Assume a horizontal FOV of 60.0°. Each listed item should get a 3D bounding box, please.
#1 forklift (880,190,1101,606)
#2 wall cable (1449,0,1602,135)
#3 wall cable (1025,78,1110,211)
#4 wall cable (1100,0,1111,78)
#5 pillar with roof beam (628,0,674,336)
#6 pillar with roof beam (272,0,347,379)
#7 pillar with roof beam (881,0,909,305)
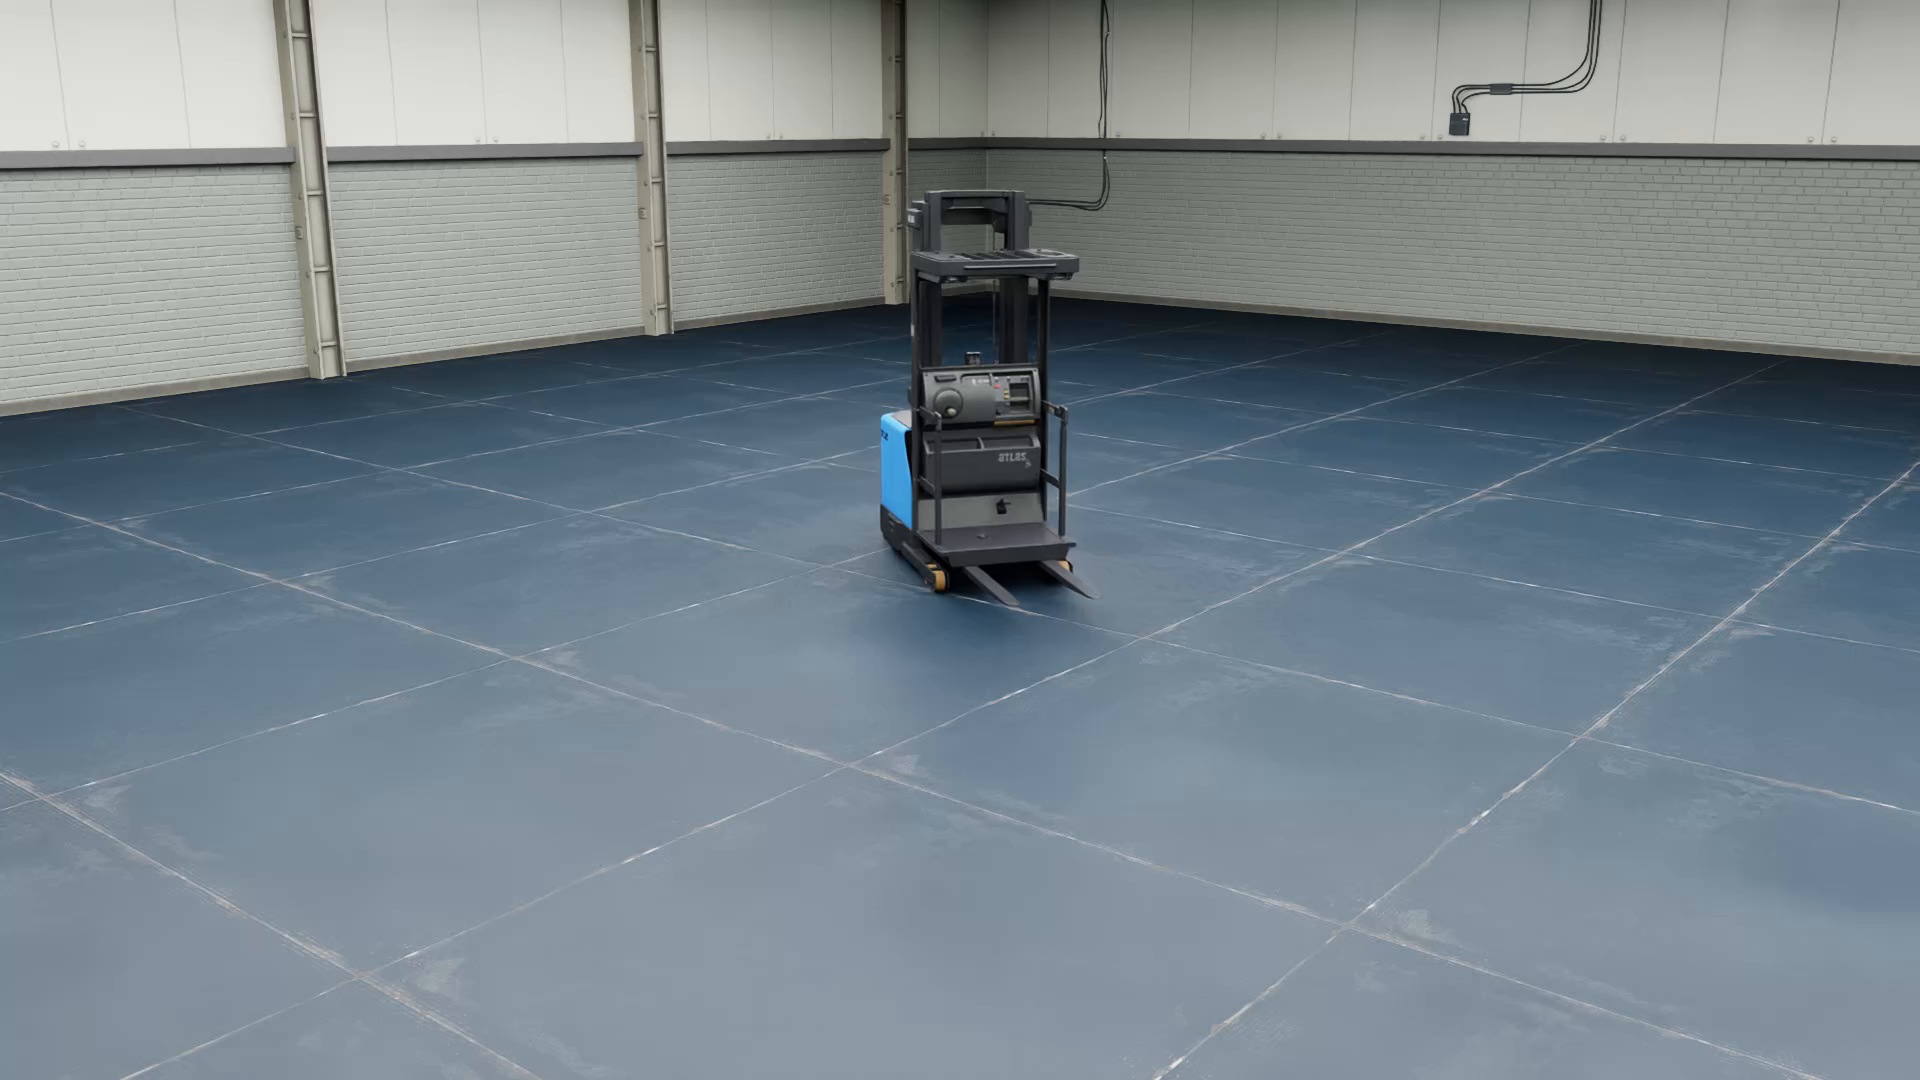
[{"bbox_3d":[0.232,-1.135,12.637,1.130,2.935,3.031,-4,15,-16],"label":"forklift"},{"bbox_3d":[9.034,-9.464,26.194,2.305,6.003,0.169,11,18,38],"label":"wall cable"},{"bbox_3d":[1.659,-7.783,32.790,3.097,2.526,0.112,11,18,38],"label":"wall cable"},{"bbox_3d":[3.764,-9.812,30.520,3.097,2.526,0.112,11,18,38],"label":"wall cable"},{"bbox_3d":[-1.643,-7.113,23.847,9.100,9.000,0.400,11,18,38],"label":"pillar with roof beam"},{"bbox_3d":[-5.414,-5.964,19.324,9.100,9.000,0.400,11,18,38],"label":"pillar with roof beam"},{"bbox_3d":[2.128,-8.262,28.370,9.100,9.000,0.400,11,18,38],"label":"pillar with roof beam"}]
